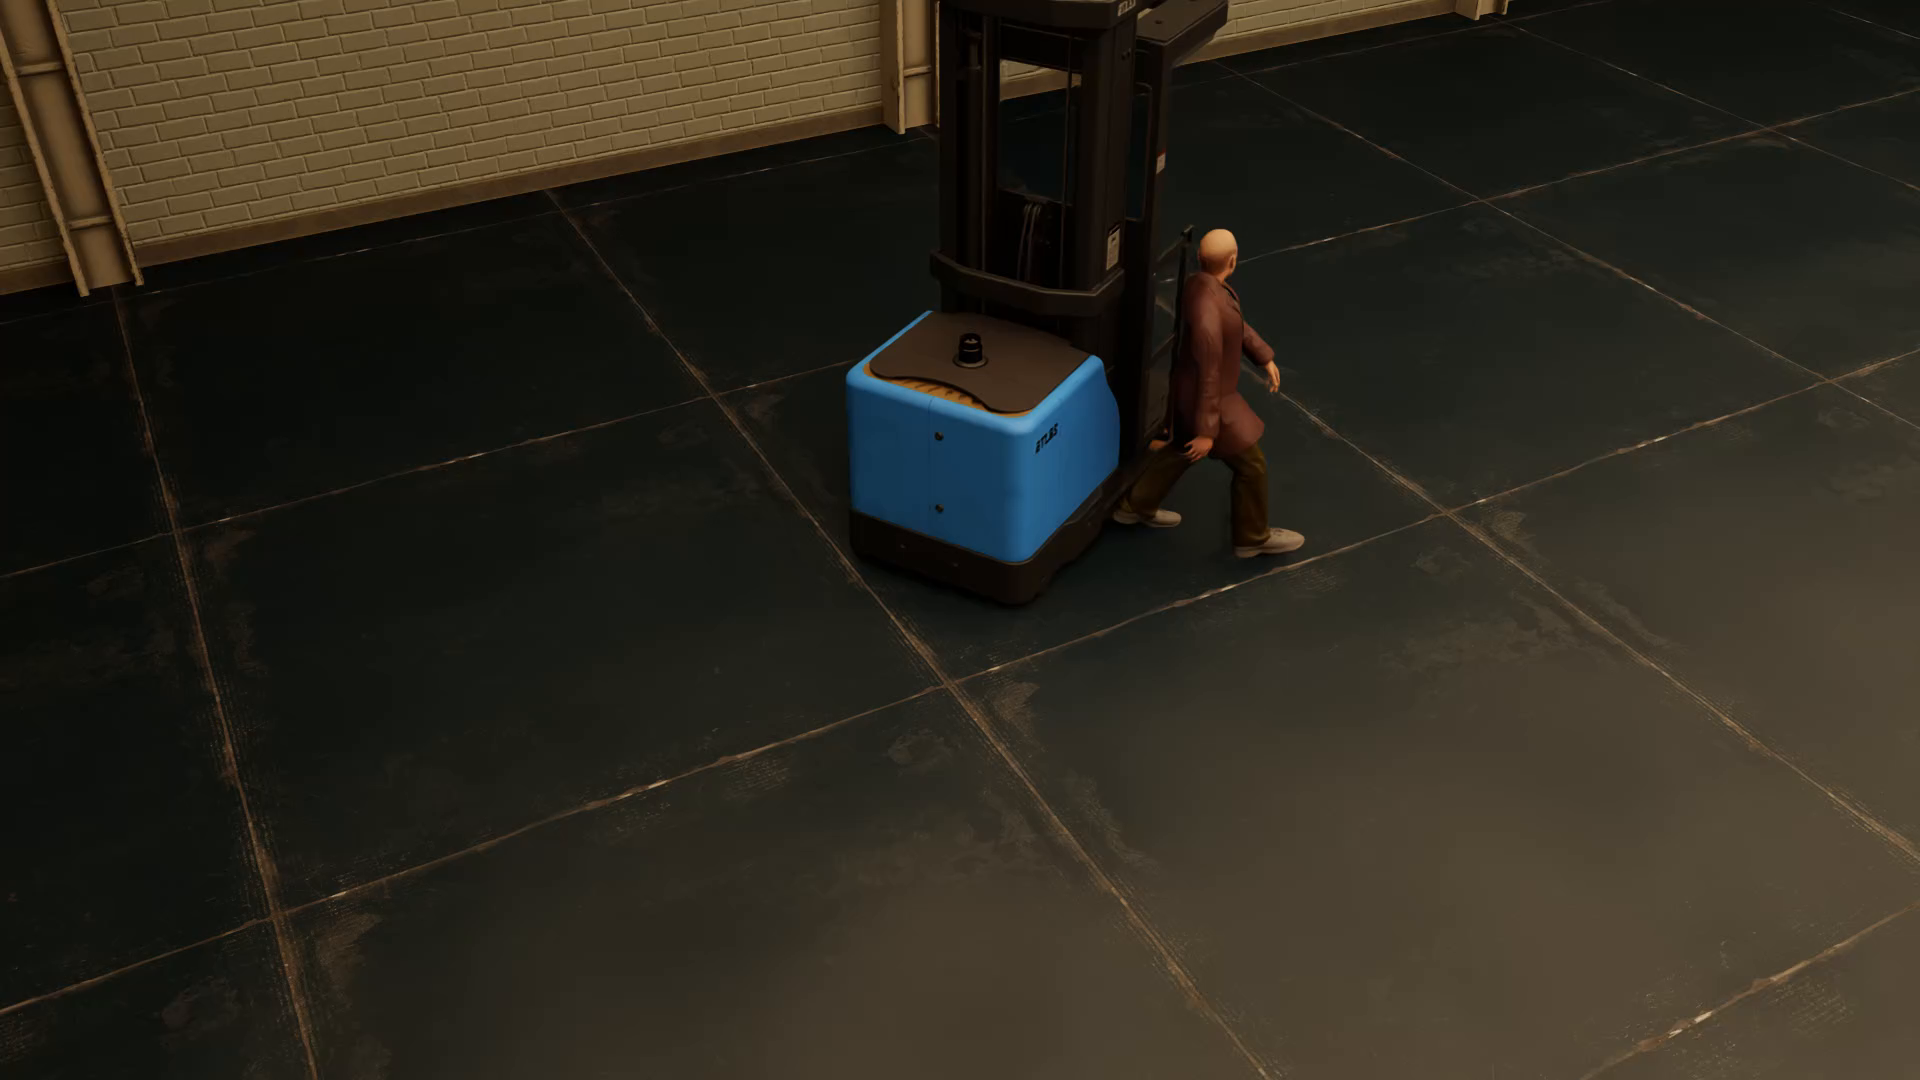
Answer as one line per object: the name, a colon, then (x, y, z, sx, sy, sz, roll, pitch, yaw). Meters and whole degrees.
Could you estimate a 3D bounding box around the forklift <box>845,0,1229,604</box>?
forklift: (0.615, -1.710, 8.542, 1.130, 2.935, 3.031, 19, 39, 24)

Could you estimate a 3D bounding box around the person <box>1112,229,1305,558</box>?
person: (1.274, -0.610, 8.217, 0.936, 1.545, 0.733, -2, 35, -3)
